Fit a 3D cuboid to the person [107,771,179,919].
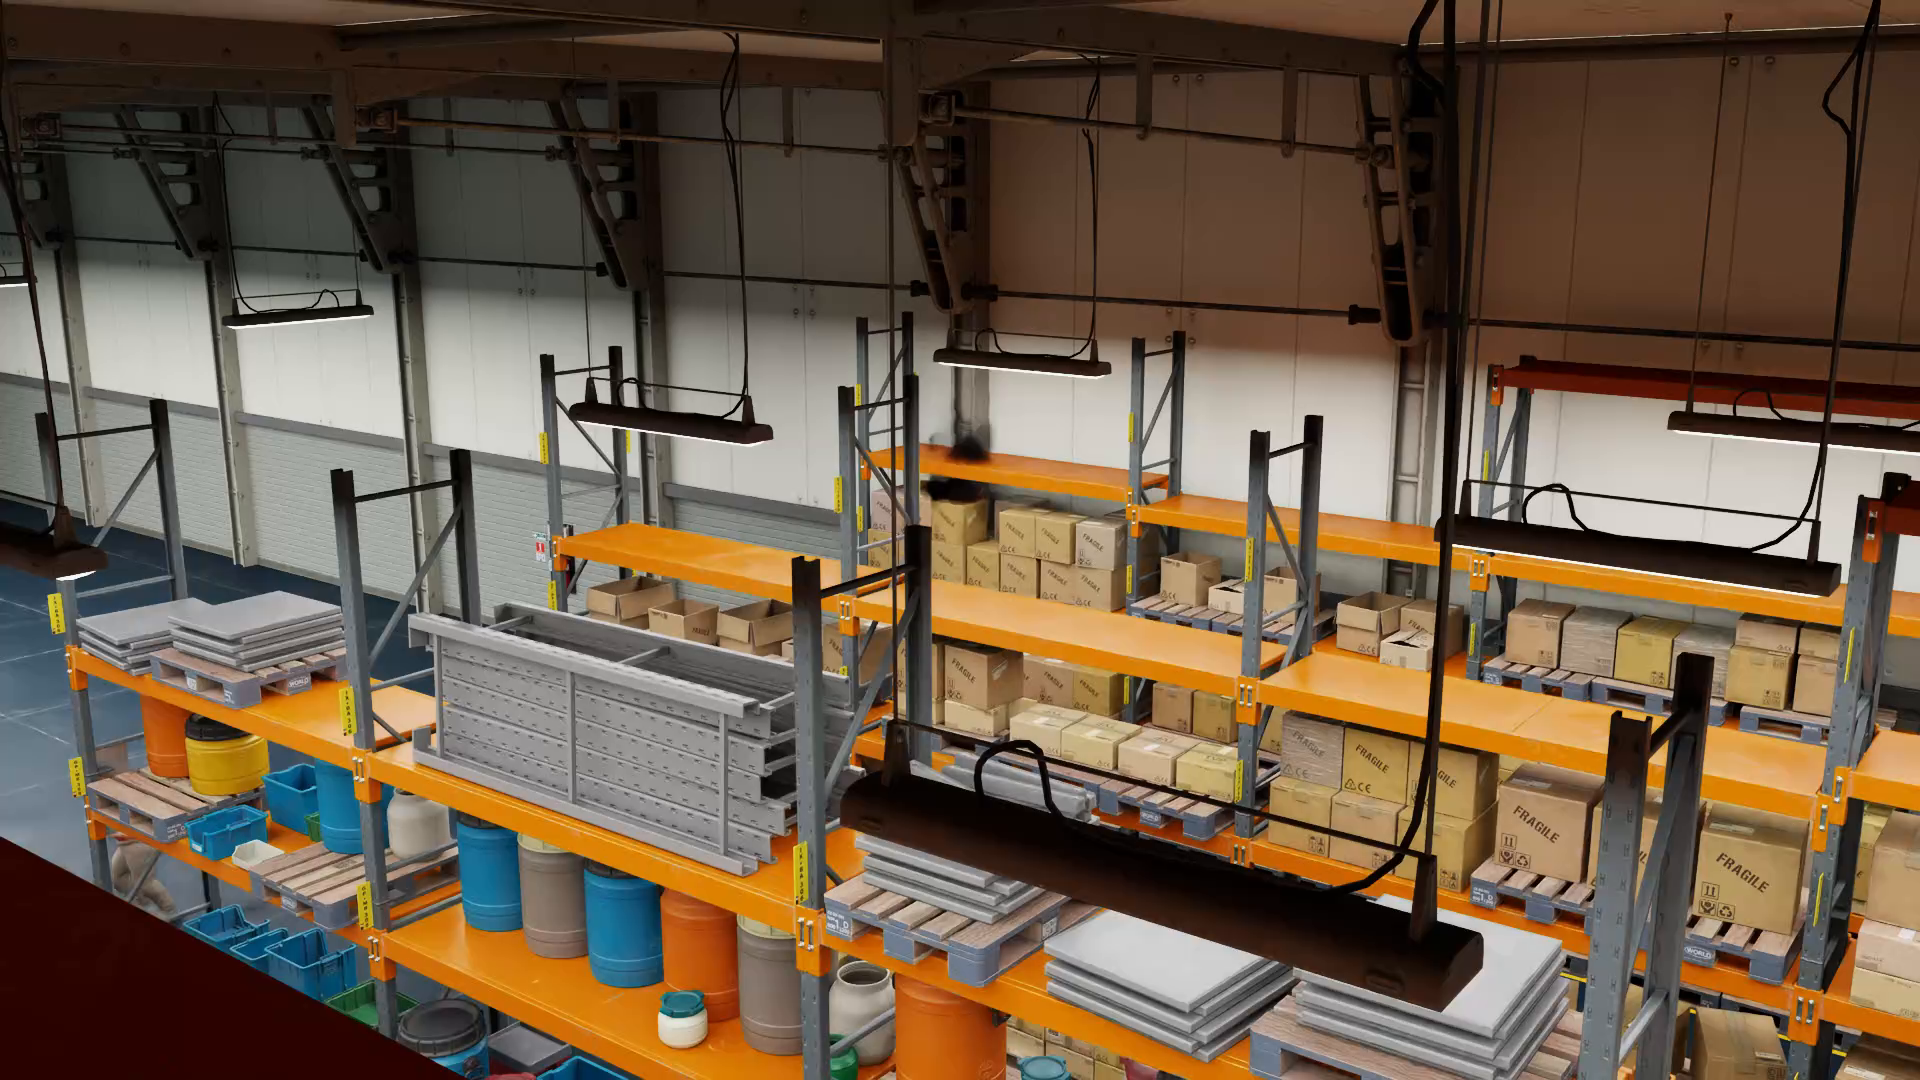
[{"bbox_3d":[-8.676,3.259,17.459,0.712,1.748,0.636,-9,16,-33],"label":"person"}]
